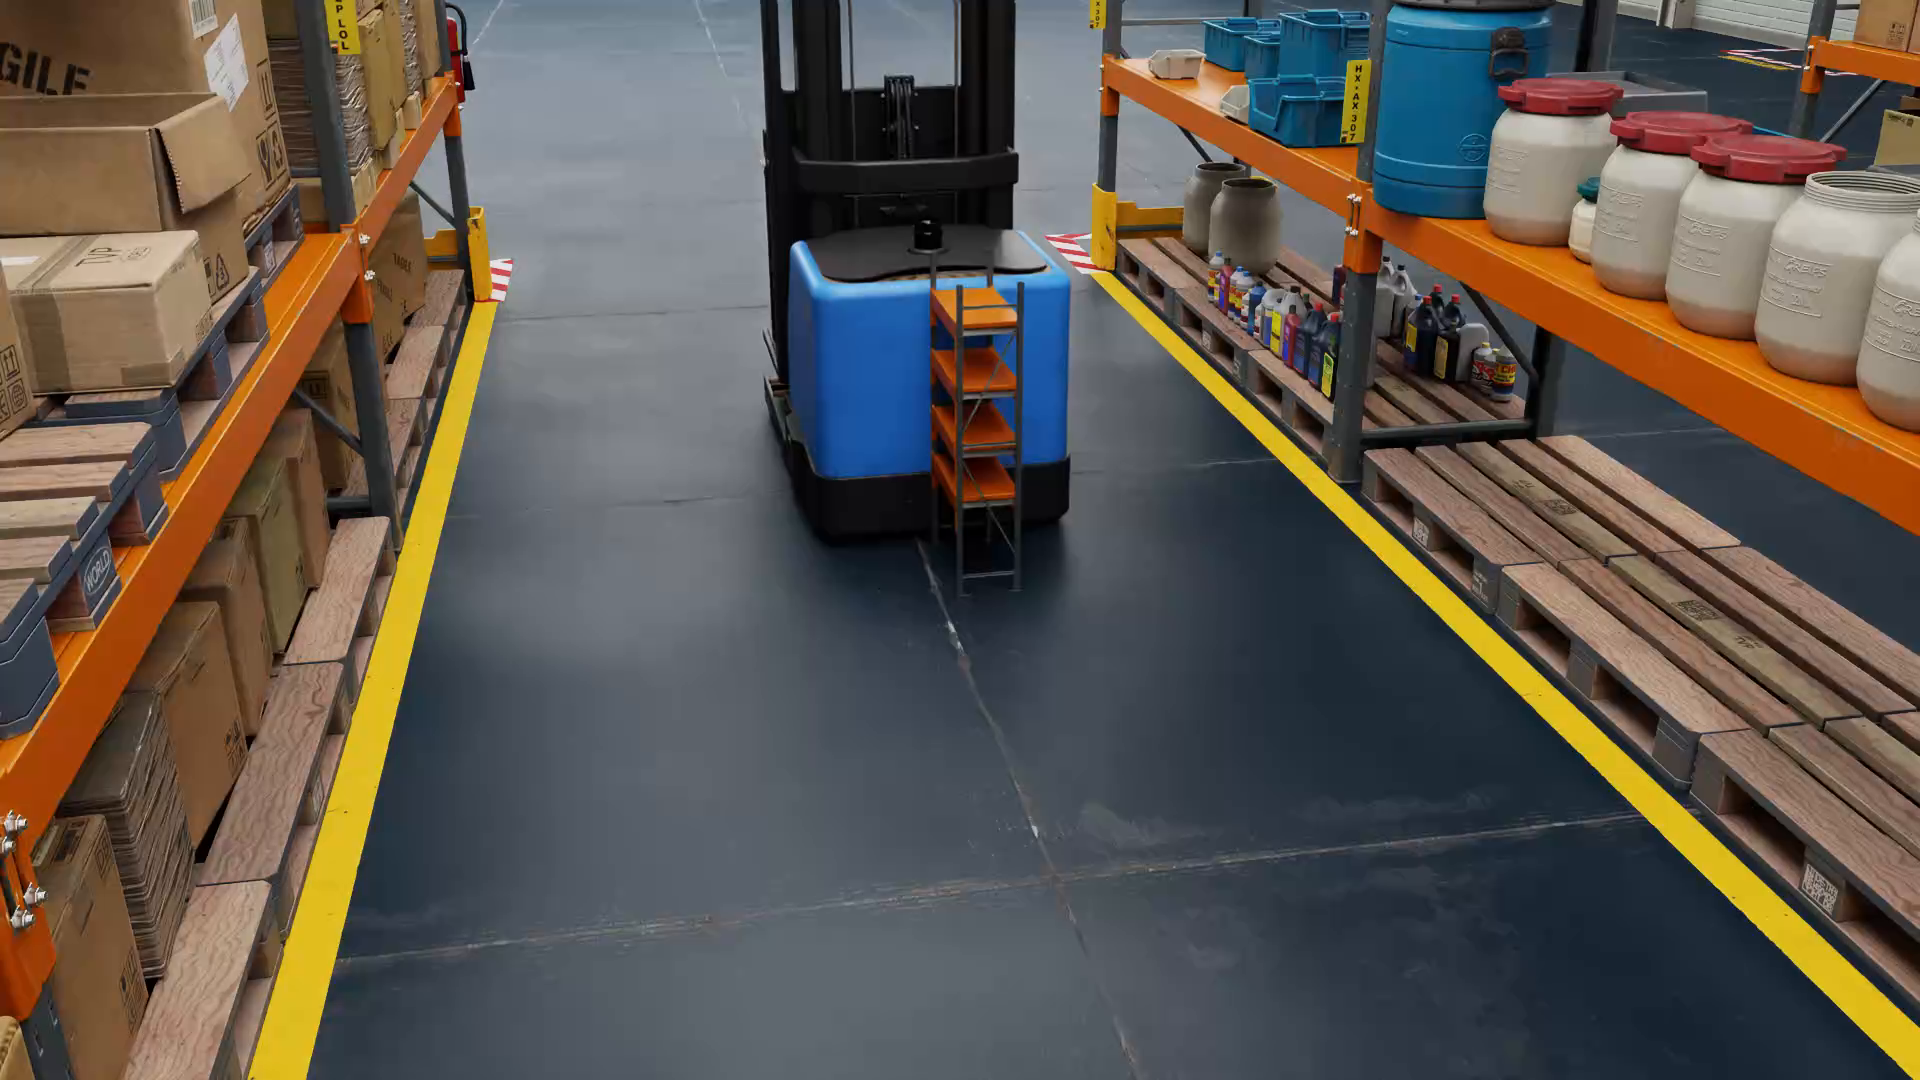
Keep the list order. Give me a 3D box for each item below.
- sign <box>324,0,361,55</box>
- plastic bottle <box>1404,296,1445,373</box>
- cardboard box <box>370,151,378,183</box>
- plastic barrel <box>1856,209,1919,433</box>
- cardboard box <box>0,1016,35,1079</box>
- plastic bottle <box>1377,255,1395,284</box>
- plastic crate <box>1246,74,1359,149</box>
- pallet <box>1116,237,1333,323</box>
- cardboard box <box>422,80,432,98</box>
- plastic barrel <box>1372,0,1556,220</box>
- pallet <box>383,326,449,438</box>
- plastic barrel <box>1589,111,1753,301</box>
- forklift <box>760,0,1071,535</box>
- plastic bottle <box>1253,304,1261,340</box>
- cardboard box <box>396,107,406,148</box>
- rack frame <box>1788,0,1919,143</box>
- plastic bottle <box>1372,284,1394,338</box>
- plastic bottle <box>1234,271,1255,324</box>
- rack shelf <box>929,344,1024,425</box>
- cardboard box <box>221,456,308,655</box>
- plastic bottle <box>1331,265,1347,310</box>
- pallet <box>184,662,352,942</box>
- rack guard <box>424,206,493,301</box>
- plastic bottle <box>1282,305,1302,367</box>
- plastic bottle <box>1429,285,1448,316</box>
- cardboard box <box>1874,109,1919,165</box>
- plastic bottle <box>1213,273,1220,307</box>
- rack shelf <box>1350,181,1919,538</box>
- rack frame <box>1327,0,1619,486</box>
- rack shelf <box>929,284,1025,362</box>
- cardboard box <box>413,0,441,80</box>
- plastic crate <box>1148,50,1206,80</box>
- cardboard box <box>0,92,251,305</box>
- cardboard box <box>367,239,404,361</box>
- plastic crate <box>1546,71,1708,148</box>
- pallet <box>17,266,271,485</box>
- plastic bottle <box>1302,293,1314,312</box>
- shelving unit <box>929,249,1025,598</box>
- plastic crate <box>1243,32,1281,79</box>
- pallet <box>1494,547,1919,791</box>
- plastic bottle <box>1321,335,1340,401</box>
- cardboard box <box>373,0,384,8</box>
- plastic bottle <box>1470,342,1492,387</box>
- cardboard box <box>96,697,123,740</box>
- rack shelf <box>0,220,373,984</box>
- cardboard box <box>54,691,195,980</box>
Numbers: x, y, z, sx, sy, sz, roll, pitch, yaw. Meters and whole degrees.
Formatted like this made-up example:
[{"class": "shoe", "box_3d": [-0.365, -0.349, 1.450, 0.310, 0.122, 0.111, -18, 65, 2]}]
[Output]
[{"class": "sign", "box_3d": [-2.186, -1.880, 5.861, 0.100, 0.325, 0.005, -4, 24, -10]}, {"class": "plastic bottle", "box_3d": [2.254, -0.999, 8.050, 0.144, 0.351, 0.185, -4, 24, -10]}, {"class": "cardboard box", "box_3d": [-2.582, -1.495, 6.738, 0.380, 0.149, 0.250, -4, 24, -10]}, {"class": "plastic barrel", "box_3d": [2.477, -0.541, 4.100, 0.421, 0.512, 0.421, 0, 24, 0]}, {"class": "cardboard box", "box_3d": [-1.884, 1.320, 2.109, 1.225, 0.875, 0.875, -5, 24, -12]}, {"class": "plastic bottle", "box_3d": [2.248, -1.324, 8.795, 0.144, 0.351, 0.185, -3, 24, -8]}, {"class": "plastic crate", "box_3d": [1.666, -2.021, 7.815, 0.499, 0.251, 0.616, -4, 24, -10]}, {"class": "pallet", "box_3d": [1.603, -1.623, 10.202, 1.003, 0.211, 1.213, -4, 24, -10]}, {"class": "cardboard box", "box_3d": [-3.072, -2.476, 8.985, 0.380, 0.149, 0.250, -4, 24, -10]}, {"class": "plastic barrel", "box_3d": [1.911, -1.729, 6.335, 0.600, 0.901, 0.708, -4, 24, -10]}, {"class": "pallet", "box_3d": [-3.118, -0.772, 8.254, 1.003, 0.211, 1.213, -4, 24, -10]}, {"class": "plastic barrel", "box_3d": [2.234, -1.055, 5.248, 0.433, 0.535, 0.433, 0, 24, 0]}, {"class": "forklift", "box_3d": [-0.353, -1.925, 7.495, 1.130, 2.935, 3.031, -5, 24, -11]}, {"class": "plastic bottle", "box_3d": [1.565, -1.136, 8.551, 0.097, 0.201, 0.097, 0, 24, 0]}, {"class": "cardboard box", "box_3d": [-2.765, -1.888, 7.639, 0.380, 0.149, 0.250, -4, 24, -10]}, {"class": "rack frame", "box_3d": [6.266, -3.612, 11.273, 1.000, 3.000, 0.127, -4, 24, -10]}, {"class": "plastic bottle", "box_3d": [2.141, -1.196, 8.594, 0.152, 0.276, 0.135, -4, 24, -10]}, {"class": "plastic bottle", "box_3d": [1.508, -1.288, 8.811, 0.097, 0.271, 0.097, 0, 24, 0]}, {"class": "rack shelf", "box_3d": [0.057, -0.584, 6.196, 0.258, 0.148, 0.480, -5, 24, -11]}, {"class": "cardboard box", "box_3d": [-2.568, 0.069, 5.419, 0.700, 0.500, 0.500, -4, 24, -10]}, {"class": "plastic bottle", "box_3d": [2.083, -1.405, 9.063, 0.061, 0.283, 0.133, -4, 24, -10]}, {"class": "pallet", "box_3d": [-2.356, 0.758, 4.752, 1.003, 0.211, 1.213, -4, 24, -10]}, {"class": "rack guard", "box_3d": [-3.456, -1.705, 10.030, 1.175, 0.500, 0.348, -4, 24, -10]}, {"class": "plastic bottle", "box_3d": [1.628, -0.999, 8.134, 0.061, 0.283, 0.133, -3, 24, -6]}, {"class": "plastic bottle", "box_3d": [2.361, -1.084, 8.244, 0.144, 0.351, 0.185, -5, 24, -12]}, {"class": "cardboard box", "box_3d": [6.241, -2.465, 10.619, 0.500, 0.500, 0.500, -4, 24, -10]}, {"class": "plastic bottle", "box_3d": [1.445, -1.390, 9.130, 0.097, 0.201, 0.097, 0, 24, 0]}, {"class": "rack shelf", "box_3d": [2.507, -0.558, 5.178, 1.077, 0.370, 4.000, -4, 24, -10]}, {"class": "rack frame", "box_3d": [2.137, -1.674, 6.835, 1.000, 3.000, 0.127, -4, 24, -10]}, {"class": "rack shelf", "box_3d": [0.057, -0.800, 6.101, 0.258, 0.148, 0.480, -5, 24, -11]}, {"class": "cardboard box", "box_3d": [-3.185, -2.657, 8.589, 0.875, 0.500, 0.500, -4, 24, -10]}, {"class": "plastic crate", "box_3d": [1.247, -2.751, 9.630, 0.298, 0.136, 0.250, -4, 24, -10]}, {"class": "cardboard box", "box_3d": [-2.319, -0.872, 4.345, 0.797, 0.503, 0.637, -2, 24, -4]}, {"class": "cardboard box", "box_3d": [-3.130, -1.201, 8.350, 0.500, 0.500, 0.500, -2, 24, -5]}, {"class": "plastic crate", "box_3d": [2.527, -1.535, 6.438, 0.402, 0.464, 0.583, -4, 24, -10]}, {"class": "pallet", "box_3d": [-2.397, -0.422, 4.207, 1.003, 0.211, 1.213, -4, 24, -10]}, {"class": "plastic bottle", "box_3d": [1.735, -1.083, 8.326, 0.061, 0.283, 0.133, -4, 24, -10]}, {"class": "shelving unit", "box_3d": [0.057, -0.440, 6.259, 0.258, 1.200, 0.503, -5, 24, -11]}, {"class": "plastic crate", "box_3d": [1.898, -2.749, 9.481, 0.499, 0.251, 0.408, -4, 24, -10]}, {"class": "pallet", "box_3d": [2.549, 0.391, 5.591, 1.003, 0.211, 1.213, -4, 24, -10]}, {"class": "plastic bottle", "box_3d": [1.724, -0.796, 7.668, 0.061, 0.283, 0.133, -3, 24, -7]}, {"class": "cardboard box", "box_3d": [-2.750, -2.537, 7.065, 0.500, 0.500, 0.500, -4, 24, -10]}, {"class": "plastic bottle", "box_3d": [2.471, -0.831, 7.851, 0.097, 0.201, 0.097, 0, 24, 0]}, {"class": "cardboard box", "box_3d": [-2.252, 0.397, 3.730, 0.500, 0.250, 0.500, -2, 24, -4]}, {"class": "rack shelf", "box_3d": [-2.361, -0.191, 4.338, 1.077, 0.370, 4.000, -4, 24, -10]}, {"class": "cardboard box", "box_3d": [-2.250, 0.731, 3.903, 0.700, 0.500, 0.500, -6, 24, -14]}]
